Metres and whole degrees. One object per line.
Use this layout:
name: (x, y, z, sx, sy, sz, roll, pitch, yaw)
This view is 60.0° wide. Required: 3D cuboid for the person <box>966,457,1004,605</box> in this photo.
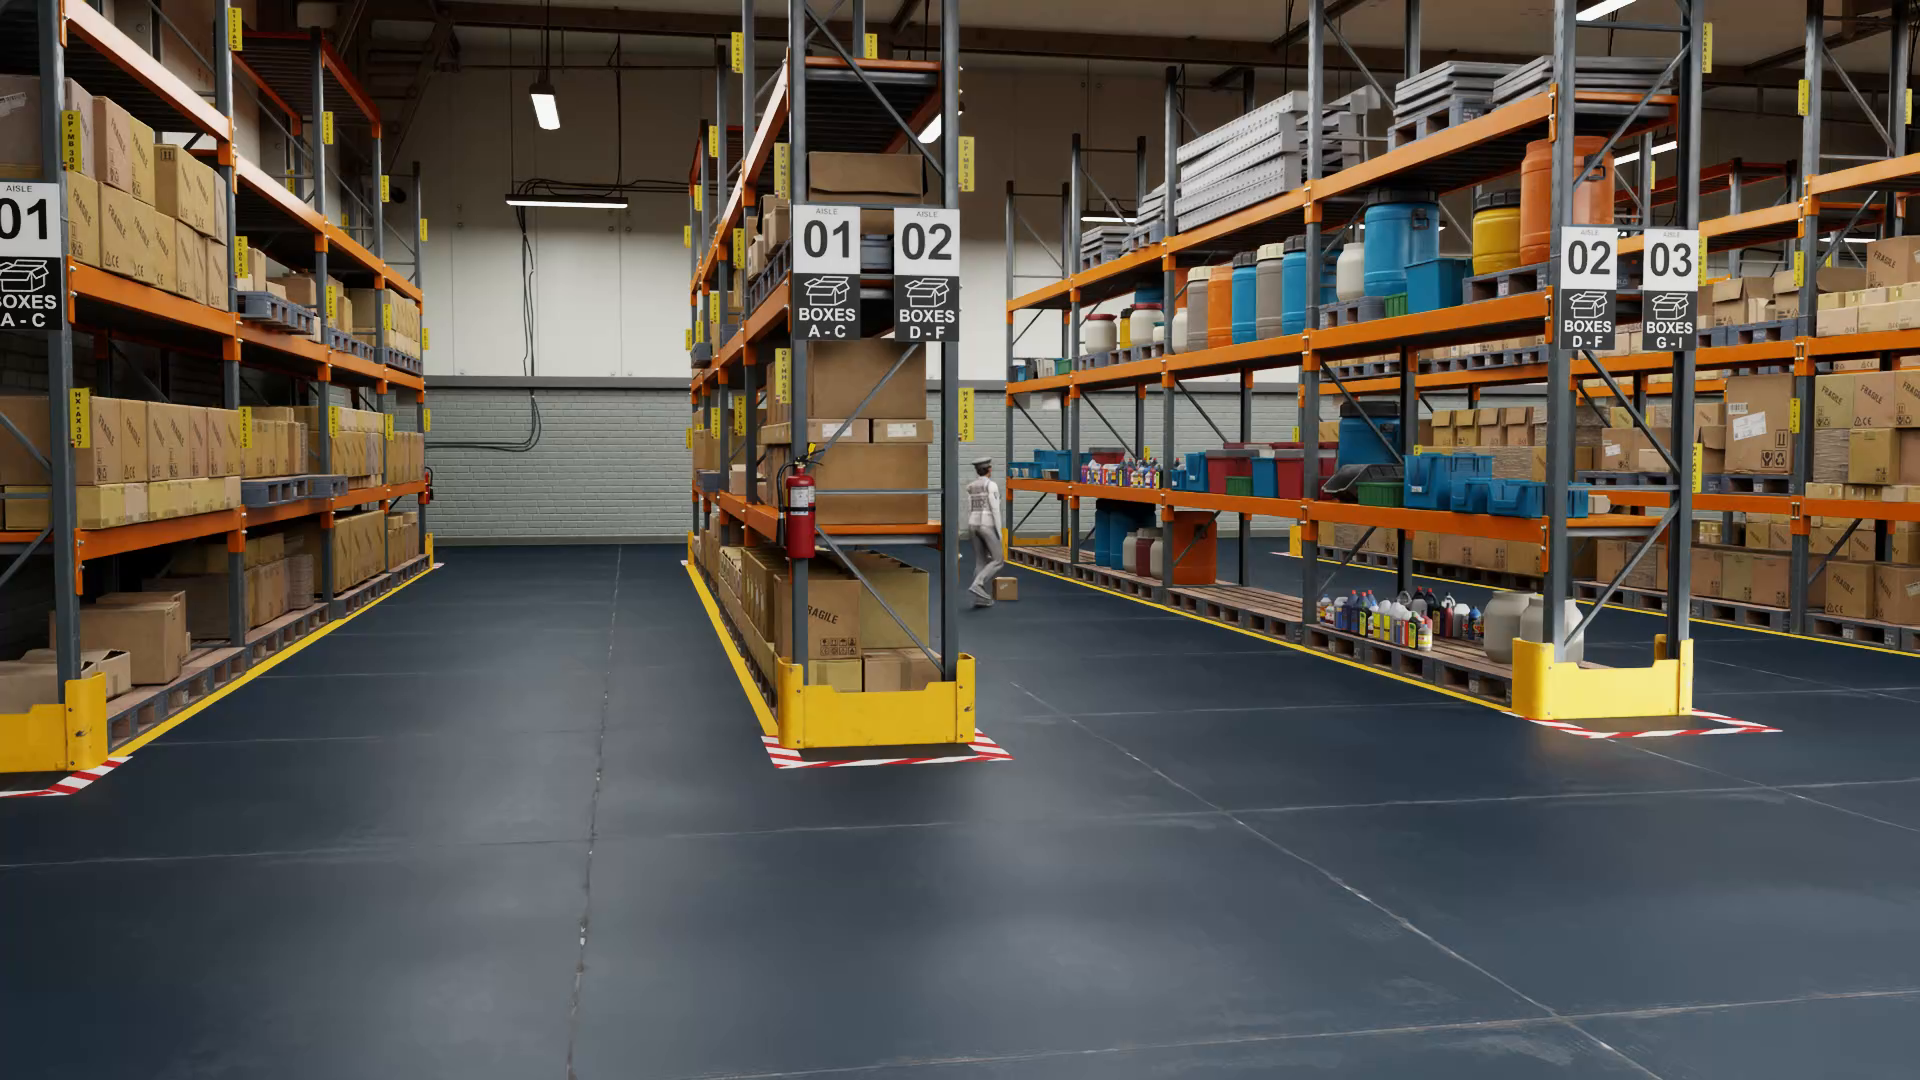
person: (0.221, -0.092, 18.579, 0.514, 1.667, 0.541, -3, 4, -43)
